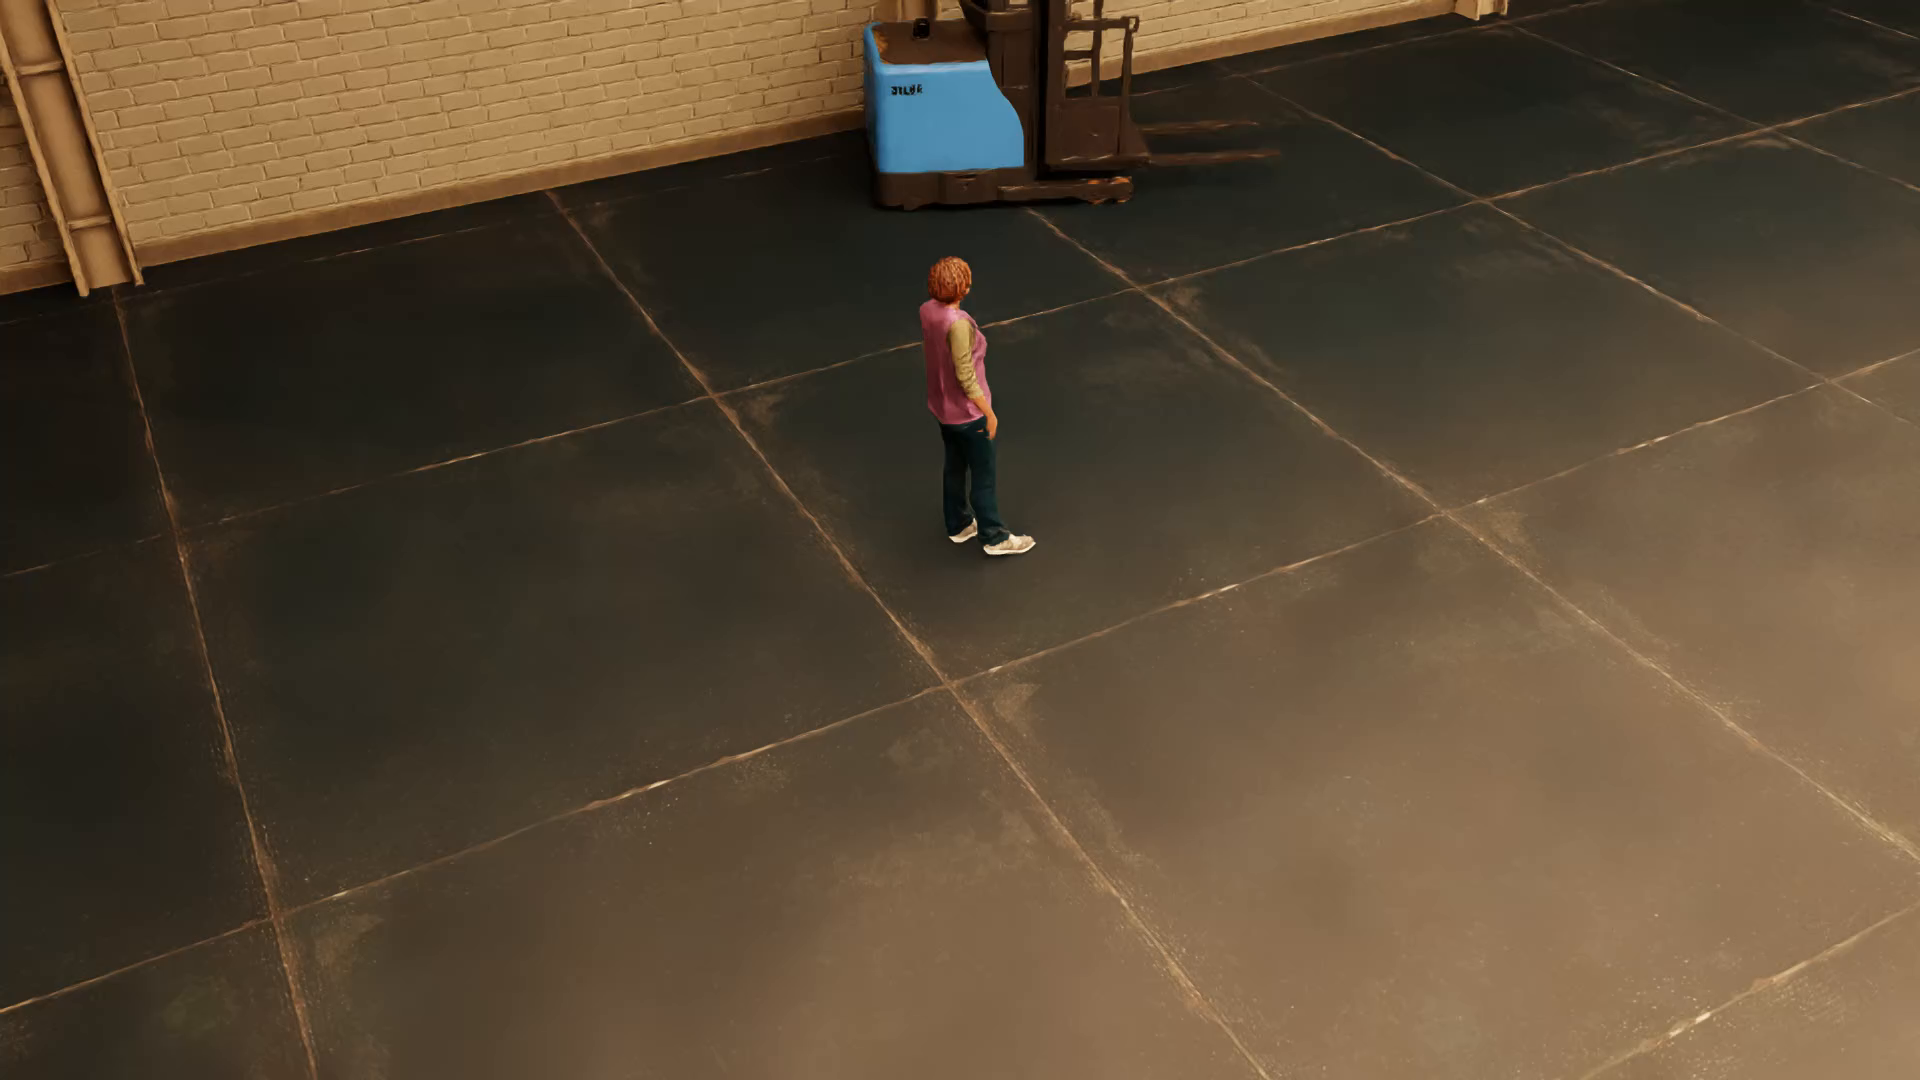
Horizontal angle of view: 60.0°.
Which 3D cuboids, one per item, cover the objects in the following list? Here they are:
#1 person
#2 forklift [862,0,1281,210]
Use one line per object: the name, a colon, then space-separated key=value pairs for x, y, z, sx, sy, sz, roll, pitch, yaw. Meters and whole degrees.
person: x=0.072 y=-0.671 z=8.216 sx=0.474 sy=1.597 sz=0.520 roll=-17 pitch=39 yaw=-23
forklift: x=0.835 y=-3.950 z=11.711 sx=3.031 sy=2.935 sz=1.130 roll=-5 pitch=36 yaw=-7
